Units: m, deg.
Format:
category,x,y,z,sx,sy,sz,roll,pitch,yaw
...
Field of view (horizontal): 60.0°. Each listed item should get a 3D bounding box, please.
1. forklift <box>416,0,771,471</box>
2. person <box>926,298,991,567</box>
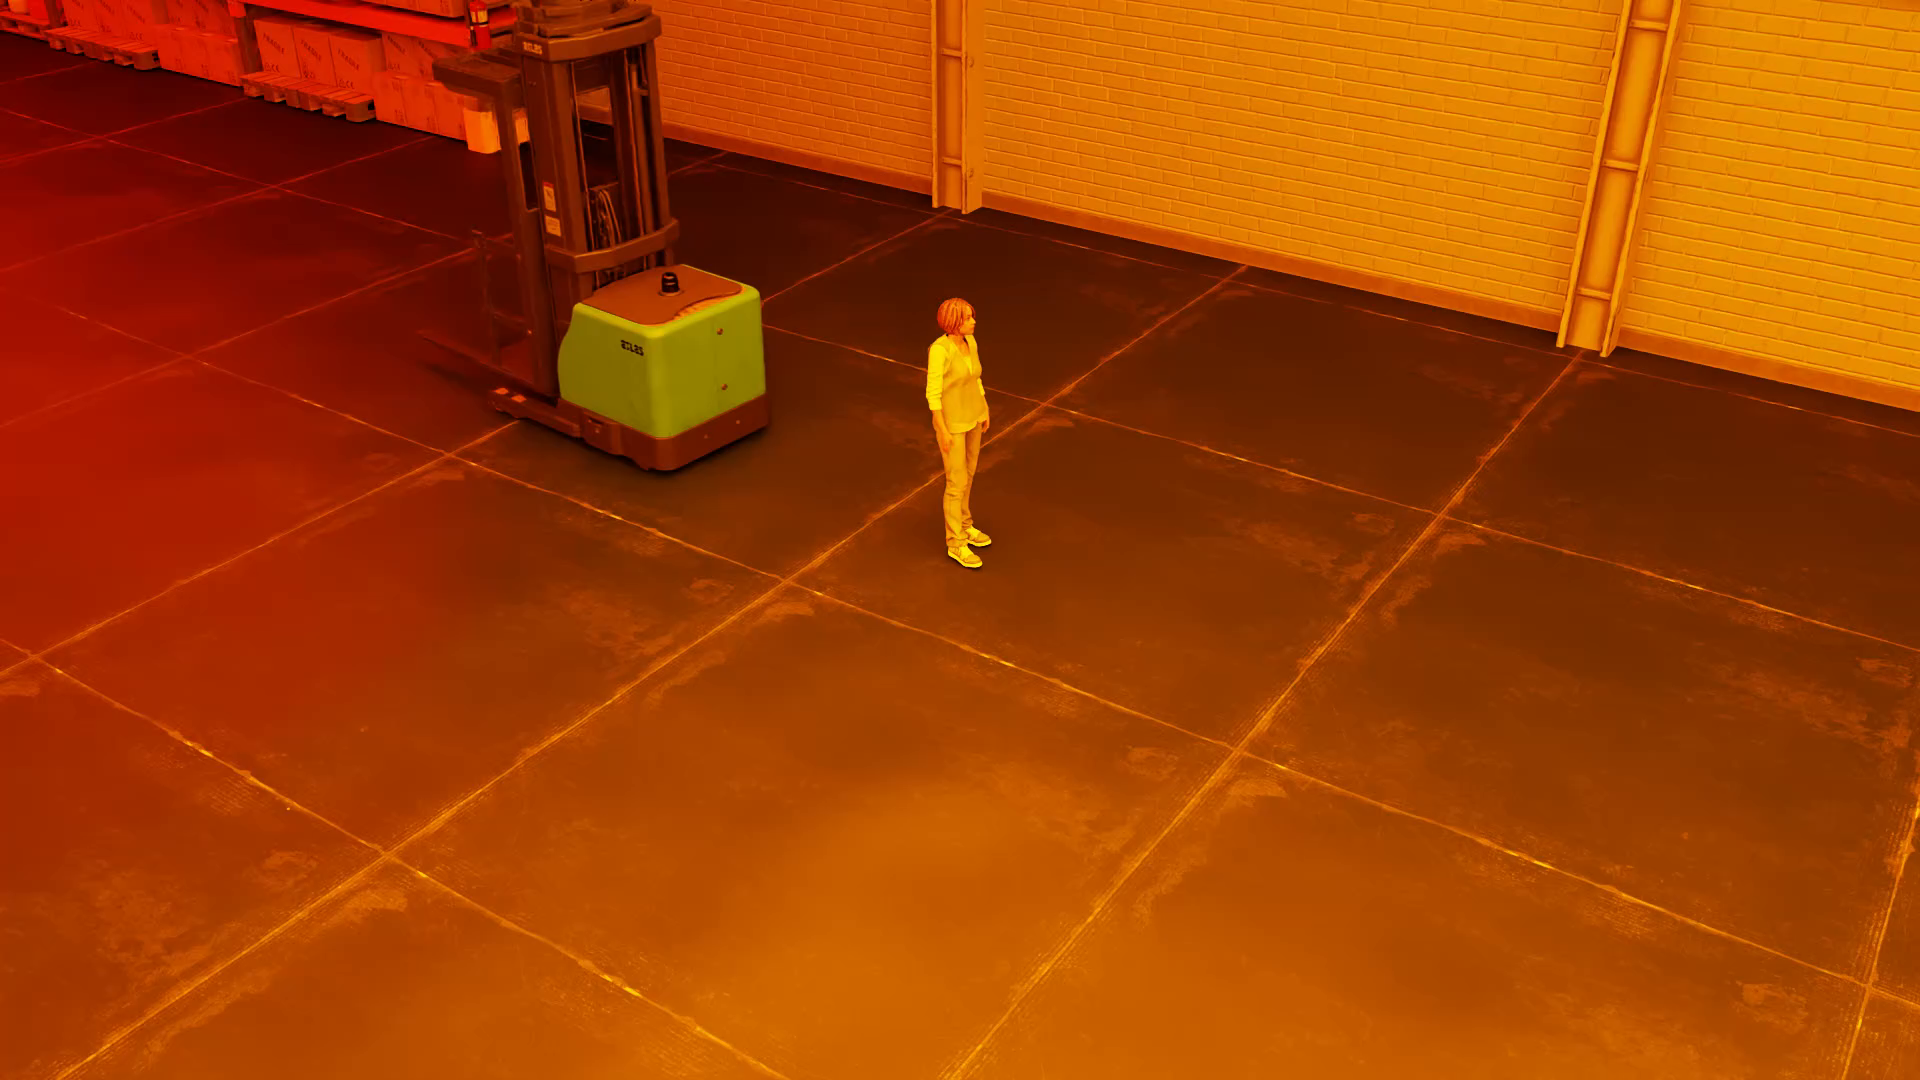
category,x,y,z,sx,sy,sz,roll,pitch,yaw
forklift,-2.809,-2.329,11.592,3.031,2.935,1.130,22,37,33
person,0.054,-0.670,10.050,0.473,1.599,0.521,19,35,29
